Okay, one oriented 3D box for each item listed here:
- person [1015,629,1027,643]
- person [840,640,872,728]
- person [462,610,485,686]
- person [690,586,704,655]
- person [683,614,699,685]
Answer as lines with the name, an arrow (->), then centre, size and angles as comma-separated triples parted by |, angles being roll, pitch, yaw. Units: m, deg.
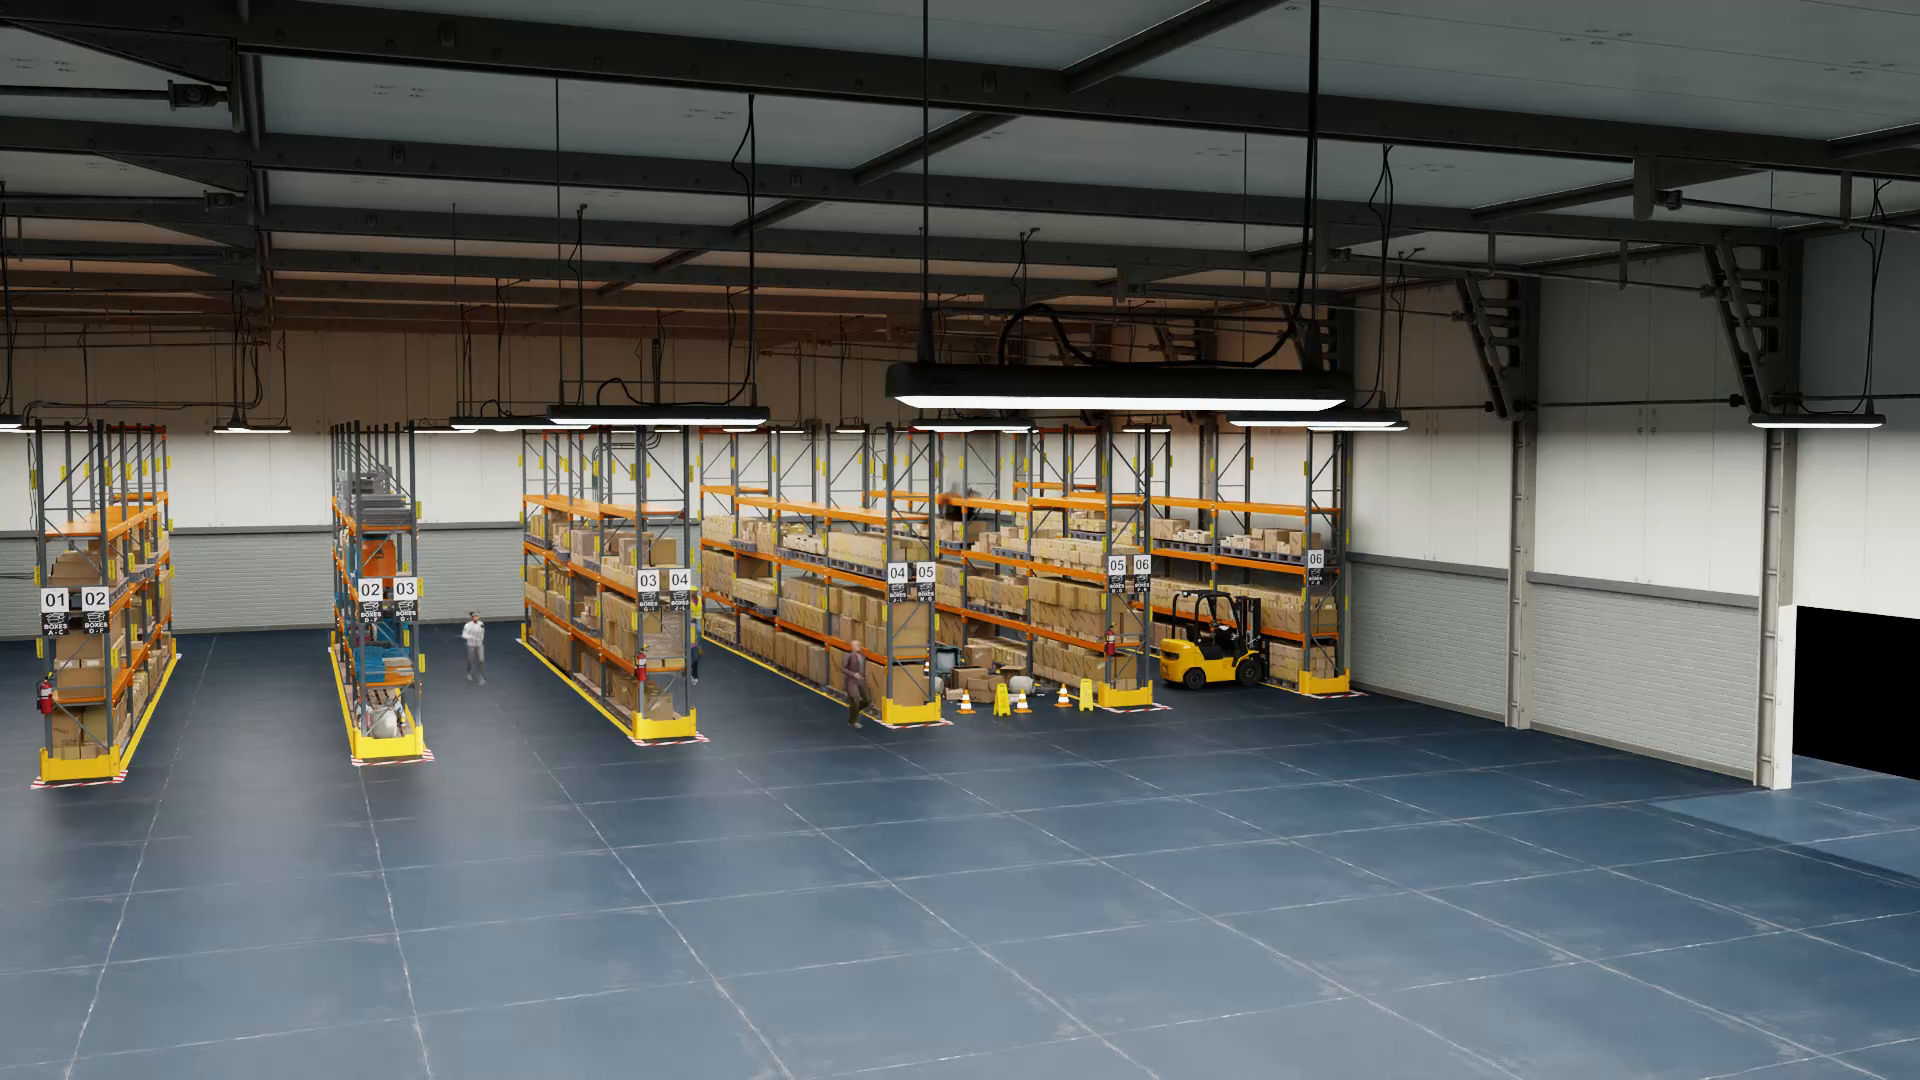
person -> 1.700, 2.093, 44.840 | 0.626, 1.662, 0.637 | -1, 4, -21
person -> -2.012, 2.827, 32.584 | 0.710, 1.737, 0.633 | -3, 5, -44
person -> -11.244, 2.472, 38.485 | 0.562, 1.713, 0.857 | -2, 4, -29
person -> -7.022, 2.097, 43.766 | 0.640, 1.796, 0.890 | -1, 4, -22
person -> -6.238, 2.514, 38.423 | 0.518, 1.639, 0.690 | -2, 4, -27
